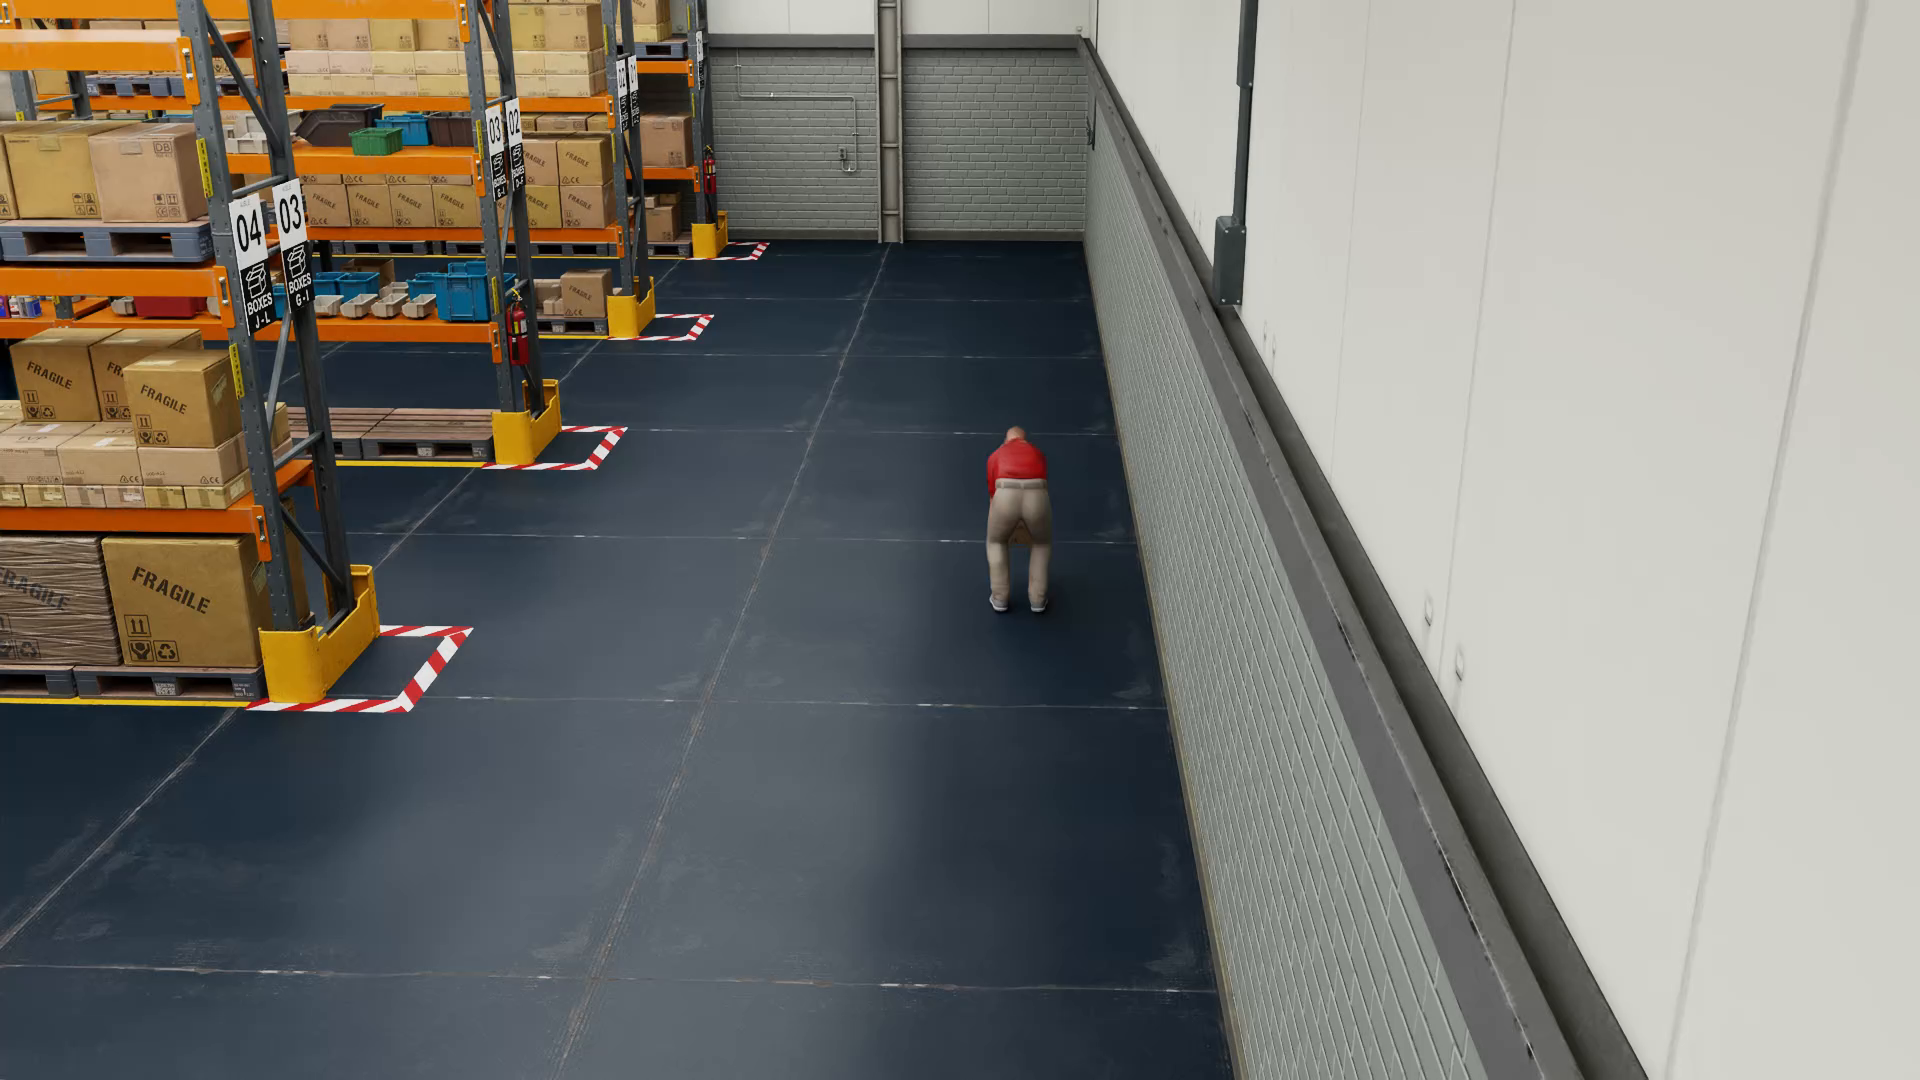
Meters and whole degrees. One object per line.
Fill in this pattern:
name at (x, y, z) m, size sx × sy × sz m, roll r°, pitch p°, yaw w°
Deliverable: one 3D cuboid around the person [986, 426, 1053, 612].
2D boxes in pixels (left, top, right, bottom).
person at (0.437, -0.151, 12.263) m, size 0.487 × 1.198 × 0.940 m, roll 0°, pitch 21°, yaw 0°
